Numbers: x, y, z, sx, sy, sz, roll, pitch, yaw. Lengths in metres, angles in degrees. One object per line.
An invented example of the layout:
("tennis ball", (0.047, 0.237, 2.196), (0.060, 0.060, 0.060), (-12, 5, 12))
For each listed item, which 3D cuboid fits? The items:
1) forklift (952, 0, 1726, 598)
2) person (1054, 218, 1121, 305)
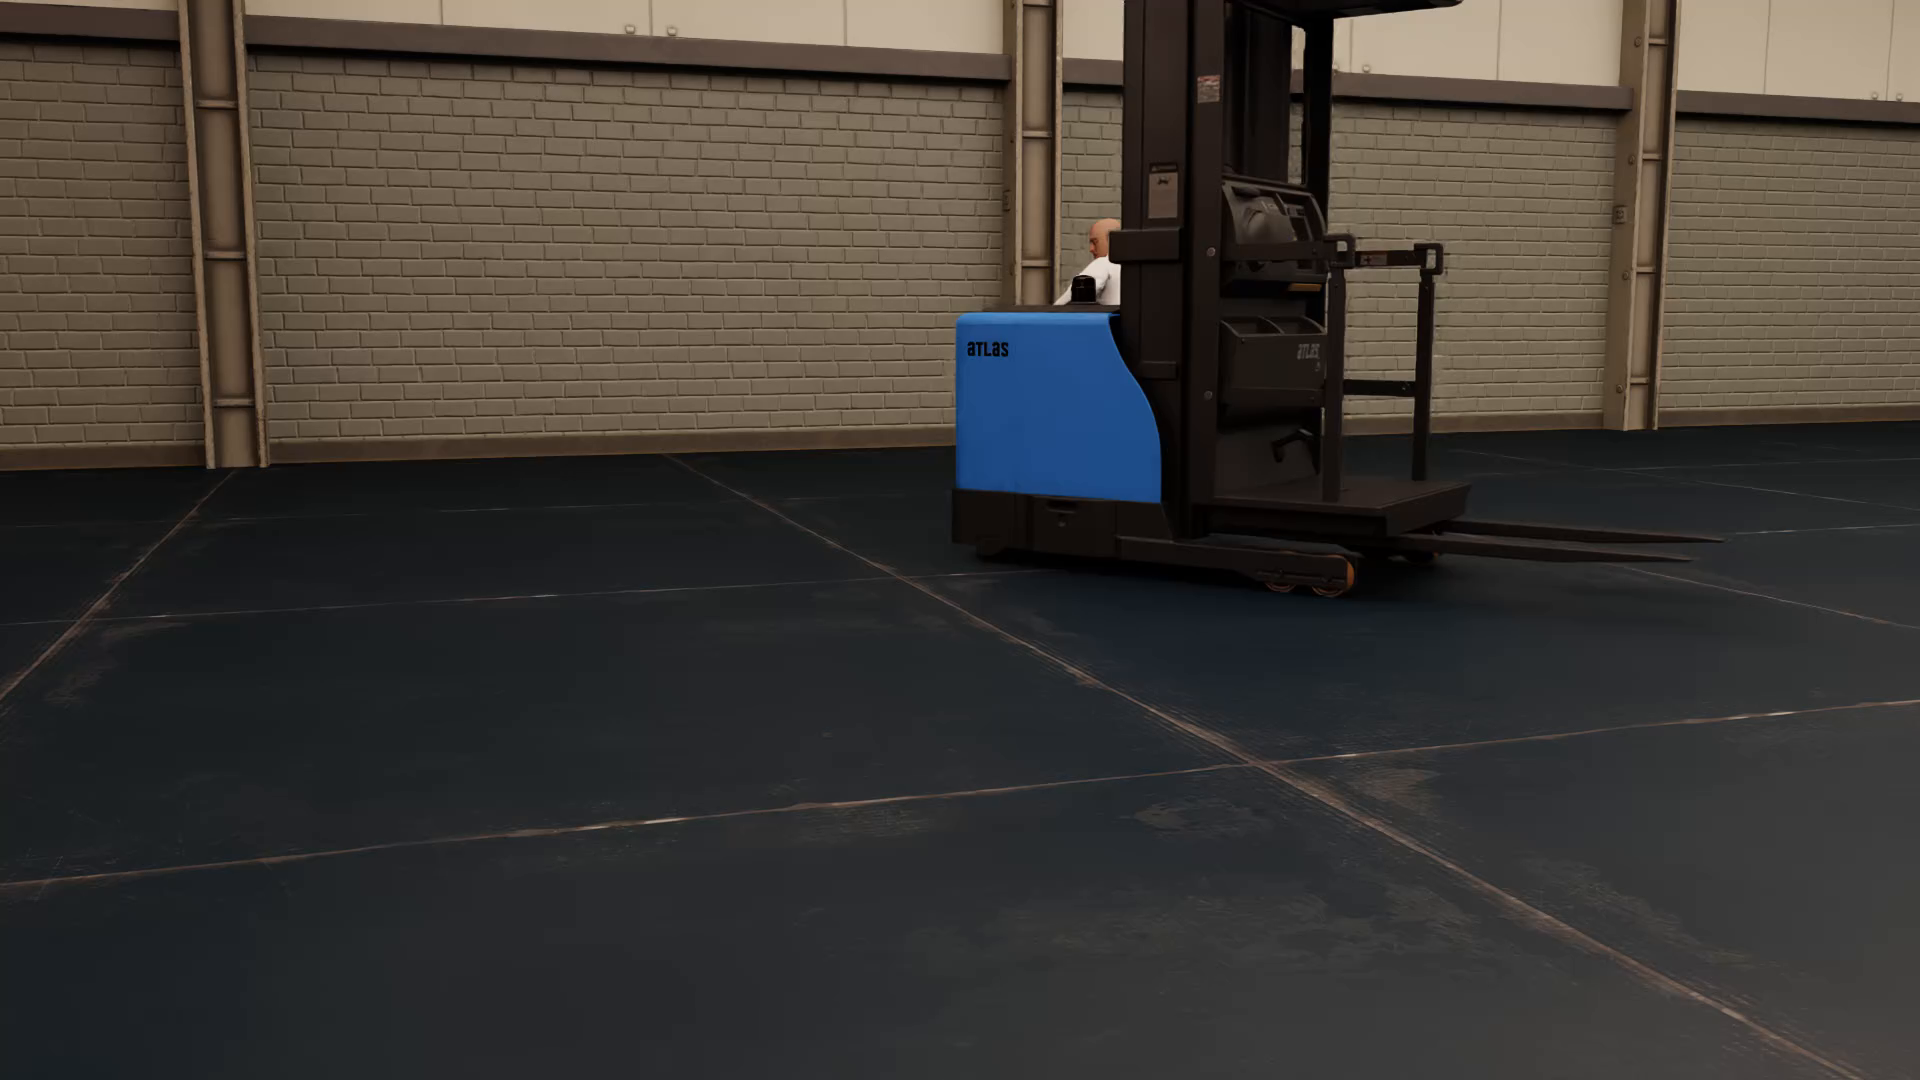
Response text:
("forklift", (1.468, -1.314, 6.711), (3.031, 2.935, 1.130), (5, 9, 34))
("person", (0.899, -1.017, 9.608), (1.176, 1.661, 0.541), (-5, 9, -34))
